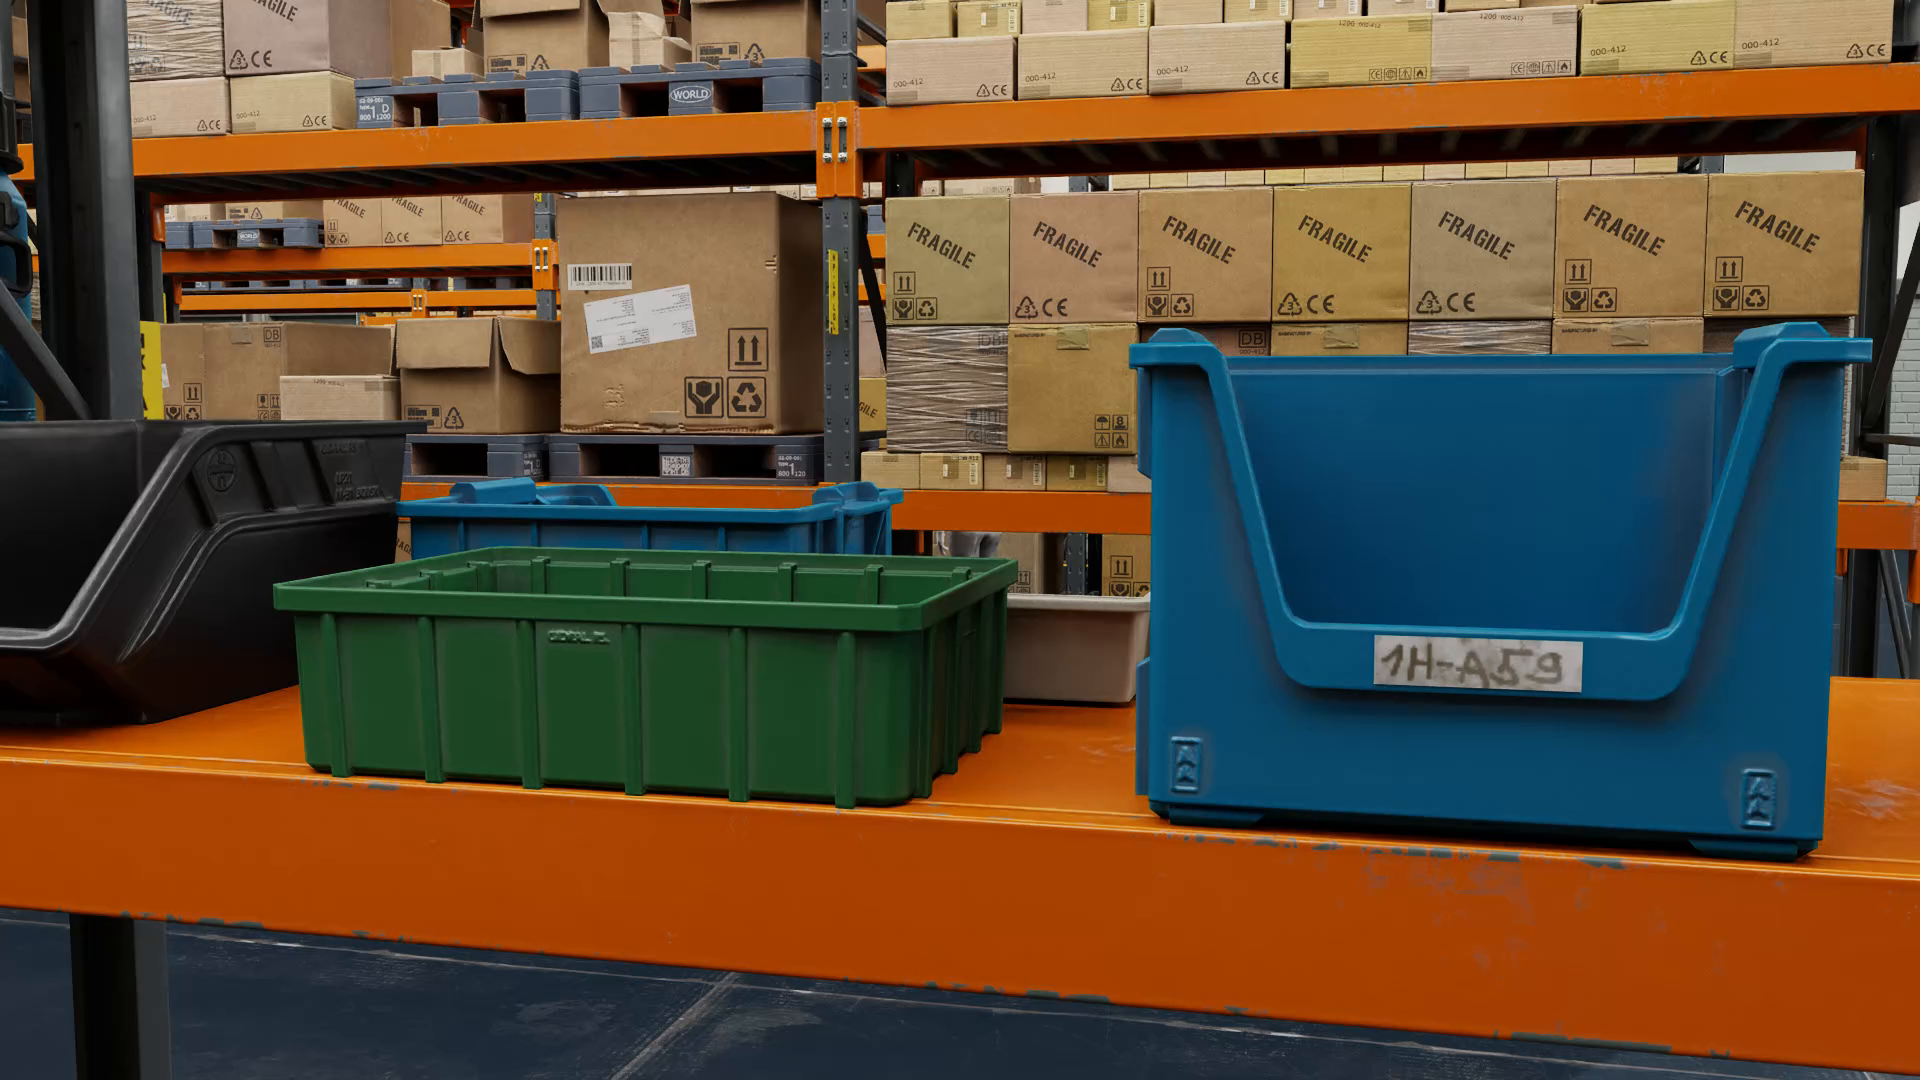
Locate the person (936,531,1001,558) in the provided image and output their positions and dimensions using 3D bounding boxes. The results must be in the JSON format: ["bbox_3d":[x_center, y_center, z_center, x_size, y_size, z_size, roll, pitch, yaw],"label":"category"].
[{"bbox_3d":[0.044,-0.079,10.398,0.587,1.694,0.530,-5,7,-43],"label":"person"}]
